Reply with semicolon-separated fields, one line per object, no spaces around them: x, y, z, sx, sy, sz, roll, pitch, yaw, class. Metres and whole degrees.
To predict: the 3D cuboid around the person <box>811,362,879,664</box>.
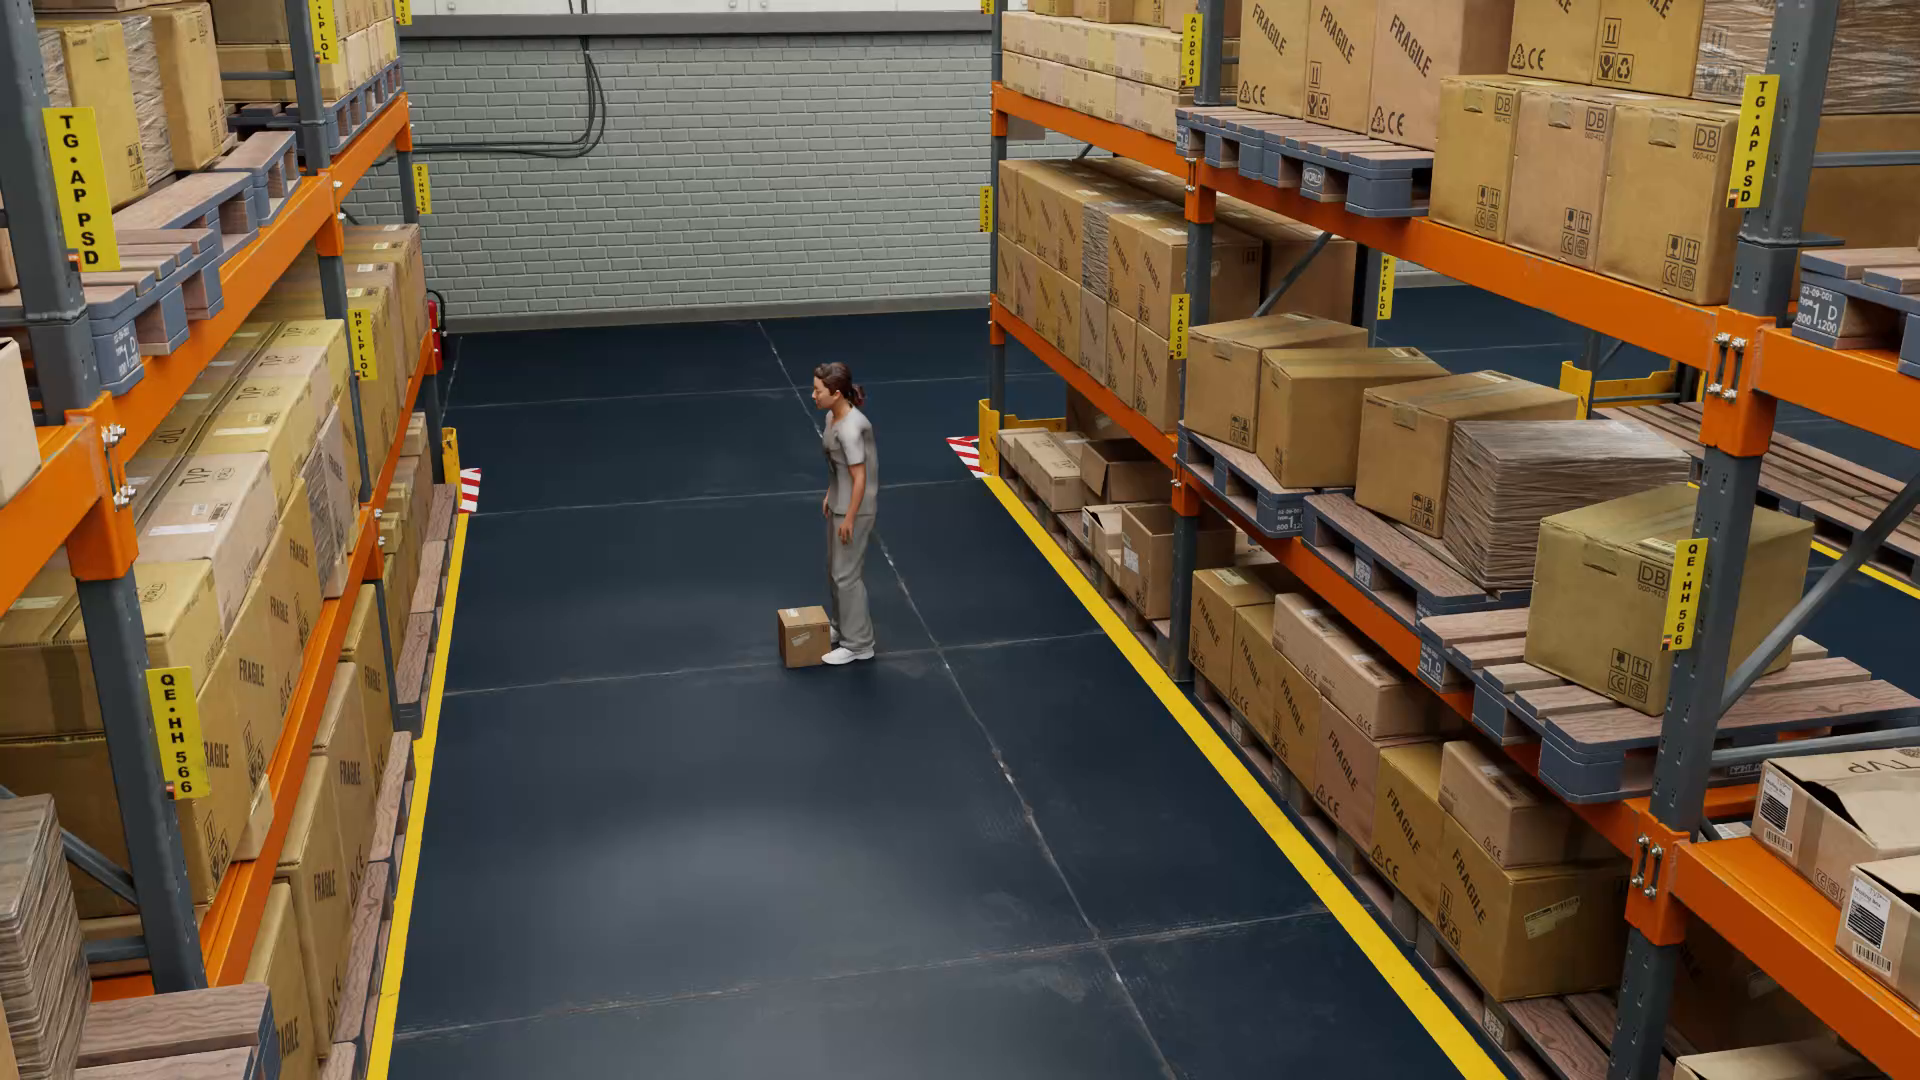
-0.624;-0.158;9.013;0.354;1.673;0.508;-5;20;-14;person
